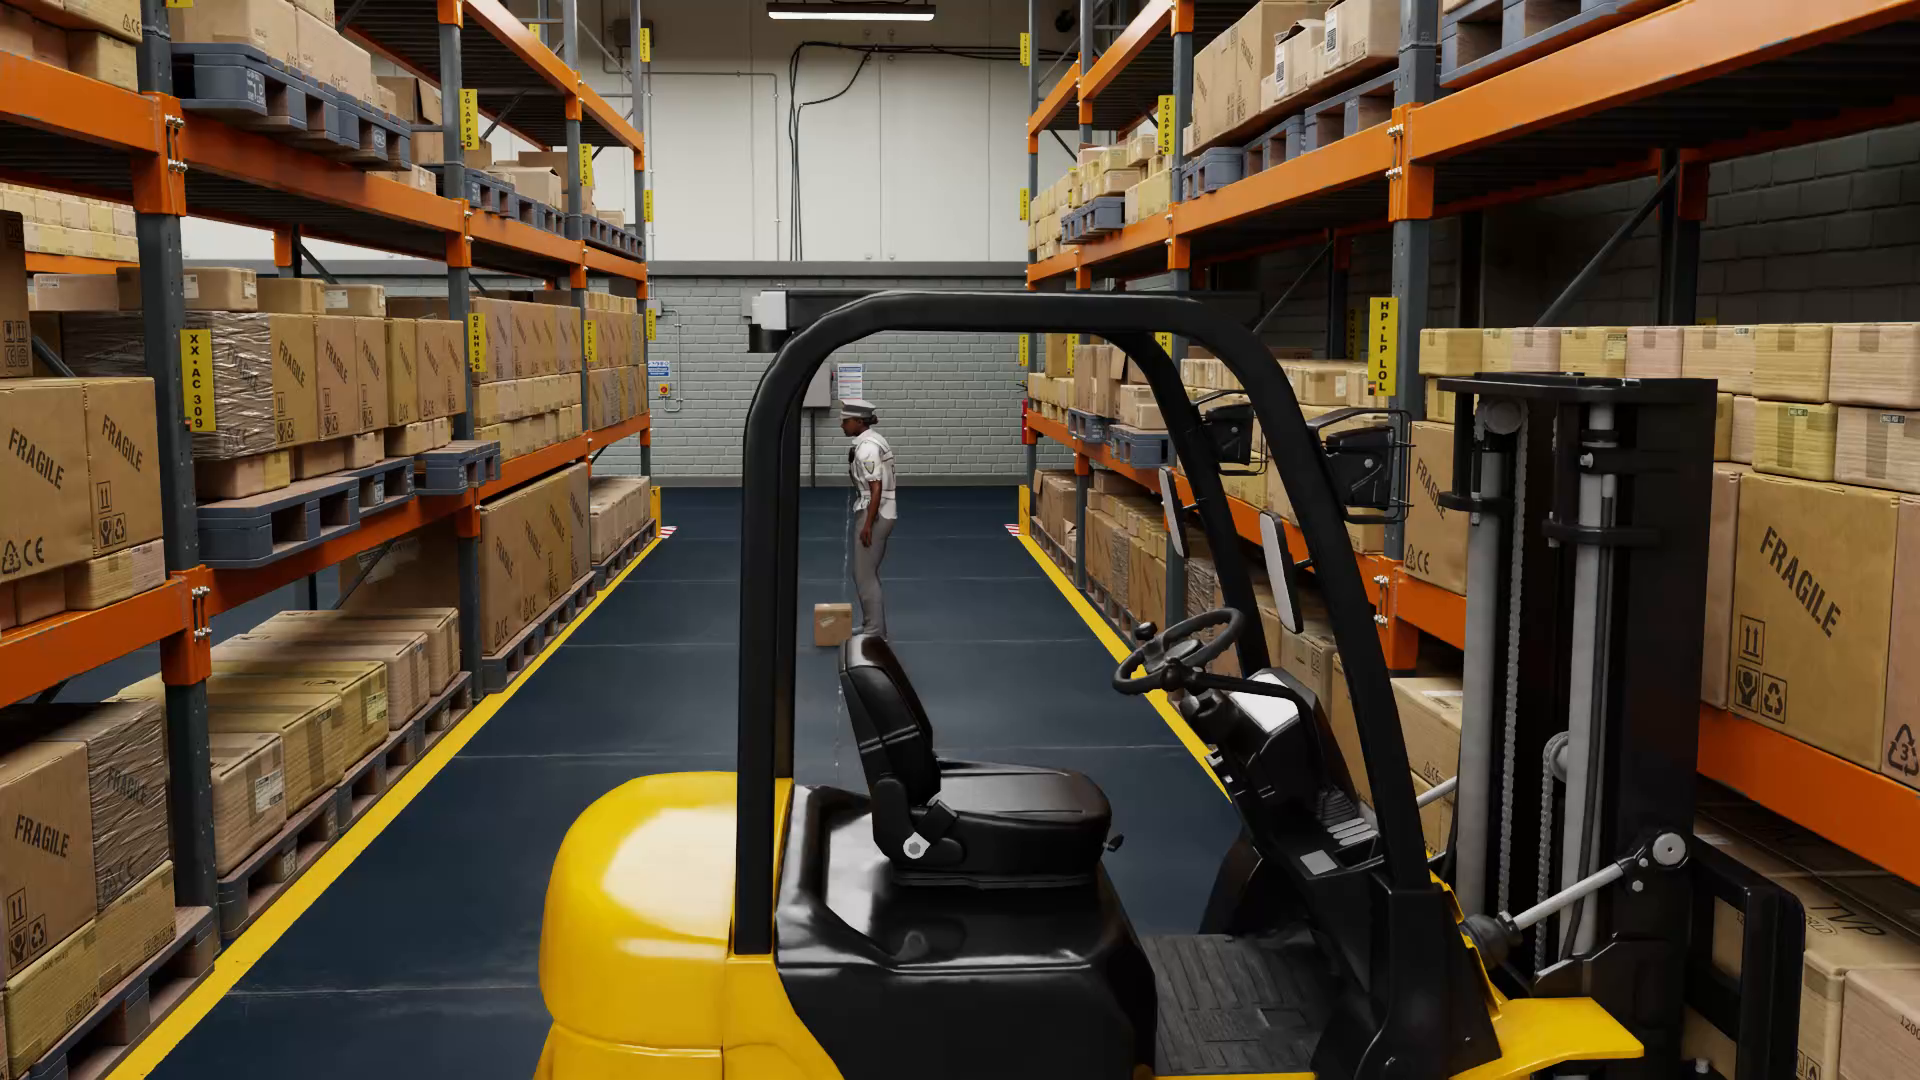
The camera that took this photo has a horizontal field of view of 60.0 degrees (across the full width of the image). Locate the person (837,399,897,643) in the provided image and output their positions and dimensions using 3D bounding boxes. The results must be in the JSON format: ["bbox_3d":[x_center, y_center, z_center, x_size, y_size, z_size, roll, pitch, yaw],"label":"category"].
[{"bbox_3d":[-0.627,-0.124,11.269,0.398,1.660,0.530,-1,7,-6],"label":"person"}]
